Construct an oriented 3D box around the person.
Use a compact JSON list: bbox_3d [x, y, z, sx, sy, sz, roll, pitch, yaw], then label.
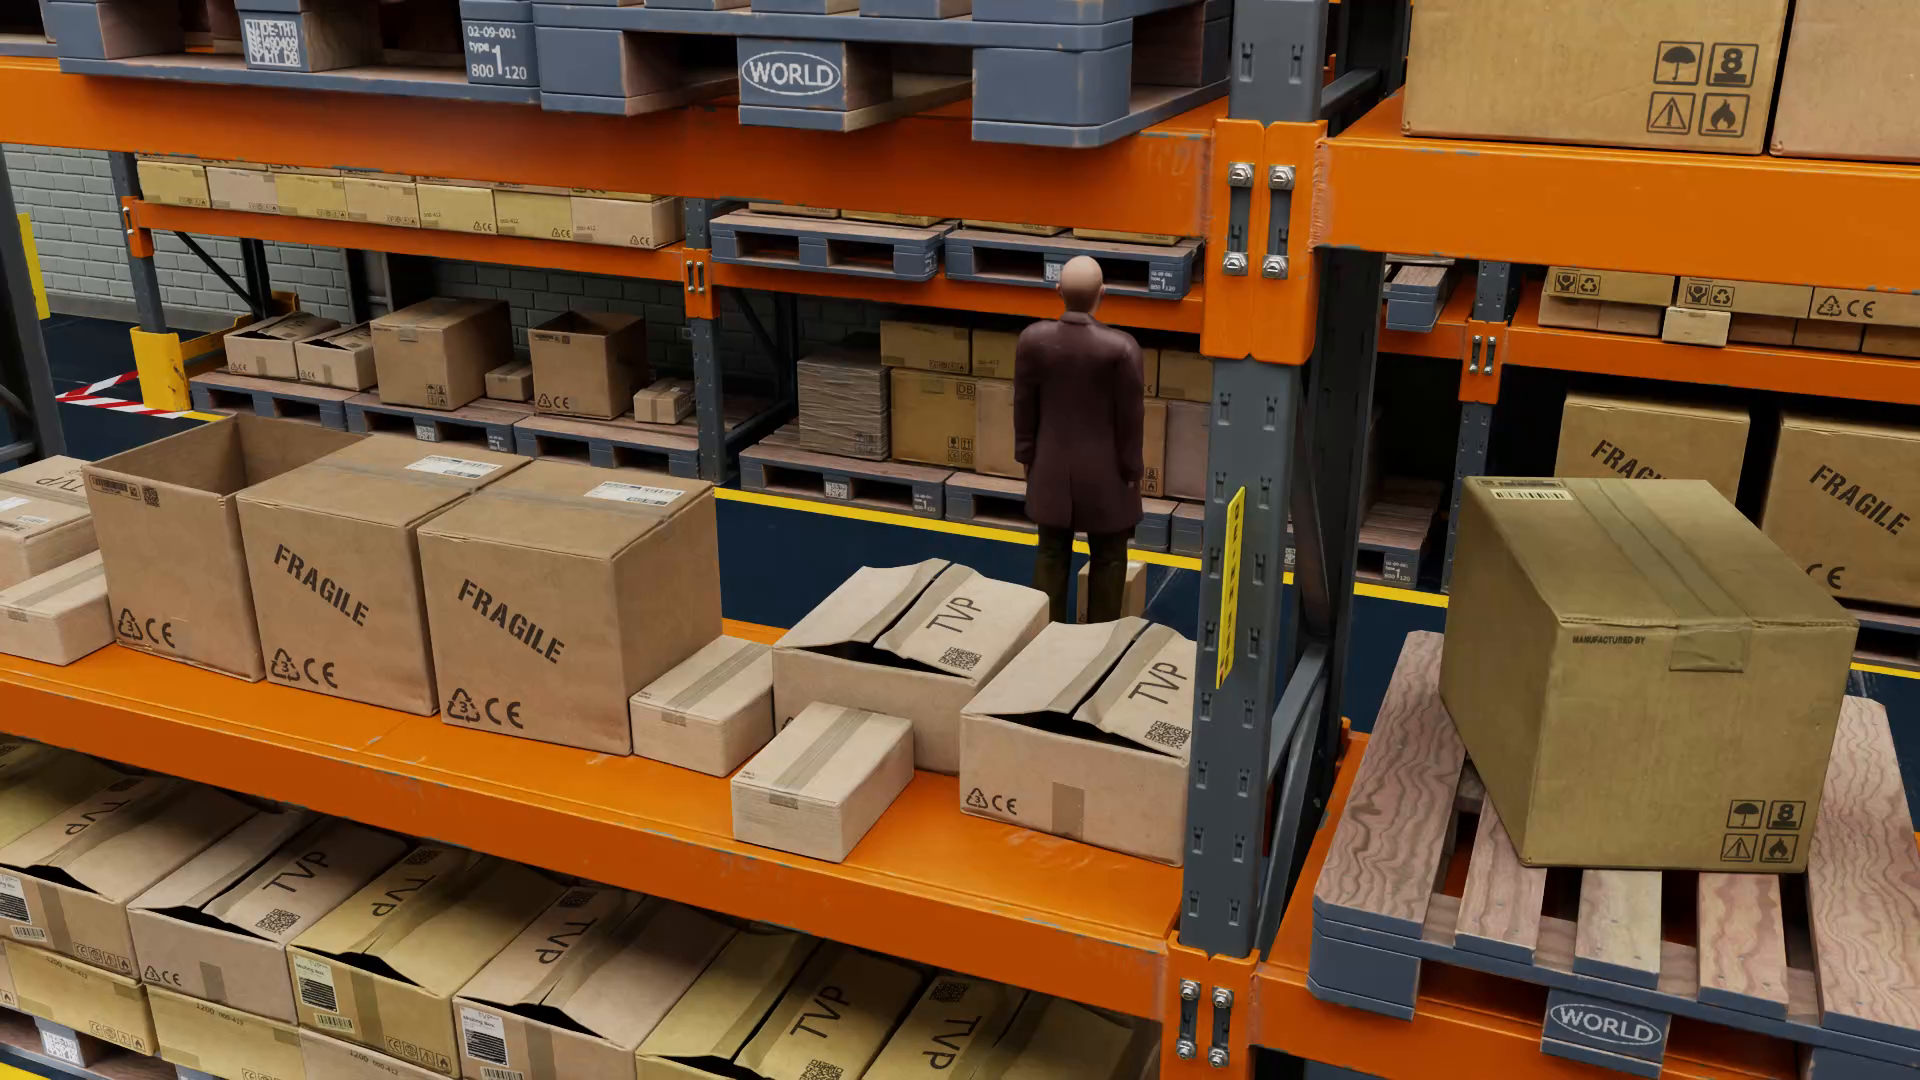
[{"bbox_3d":[0.492,-0.292,6.844,0.560,1.783,0.420,9,24,21],"label":"person"}]
